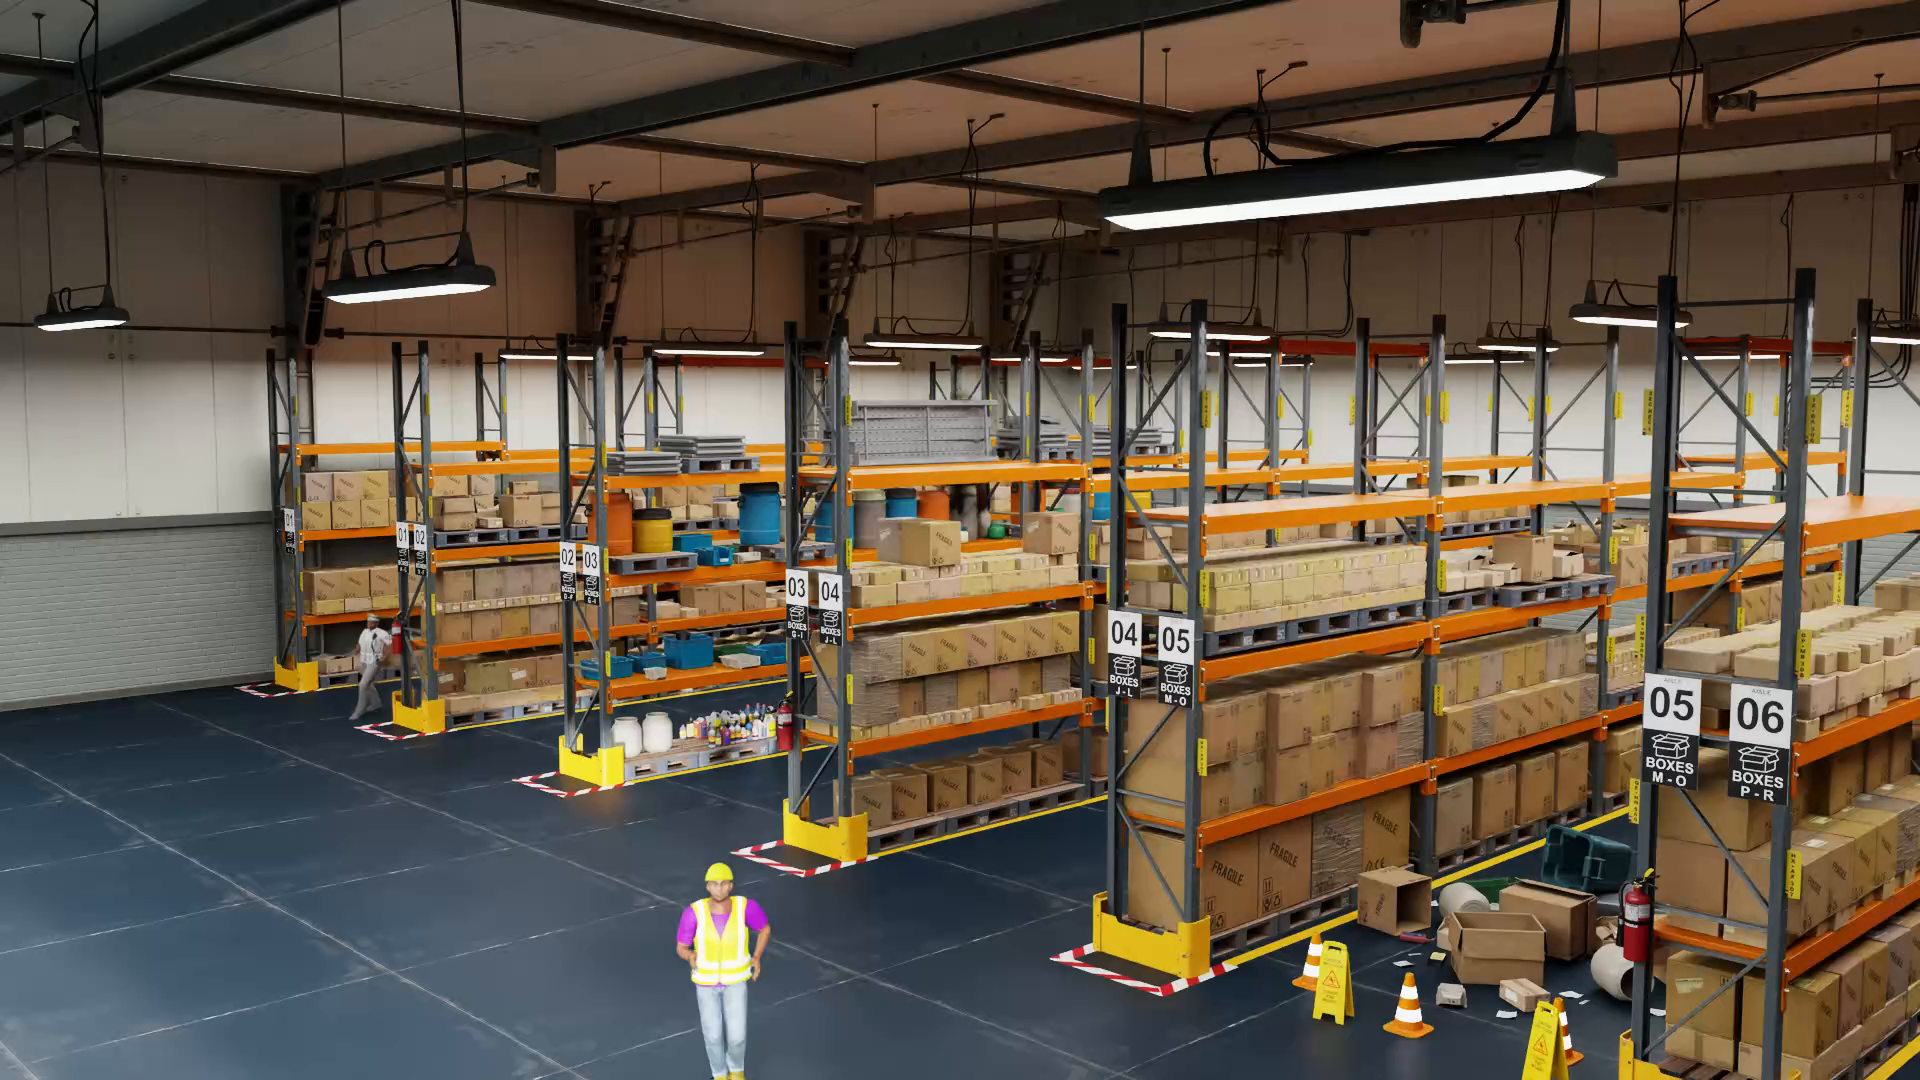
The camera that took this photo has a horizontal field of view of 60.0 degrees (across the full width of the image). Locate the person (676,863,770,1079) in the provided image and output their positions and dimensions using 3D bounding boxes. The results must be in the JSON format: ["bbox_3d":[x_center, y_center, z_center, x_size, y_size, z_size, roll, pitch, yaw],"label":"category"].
[{"bbox_3d":[-1.735,3.242,12.155,0.680,1.754,0.629,0,5,-4],"label":"person"}]

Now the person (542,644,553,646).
[{"bbox_3d":[-7.403,1.772,29.741,0.556,1.626,0.520,4,6,40],"label":"person"}]

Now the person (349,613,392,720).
[{"bbox_3d":[-9.465,2.021,26.749,0.637,1.718,0.695,3,6,28],"label":"person"}]
